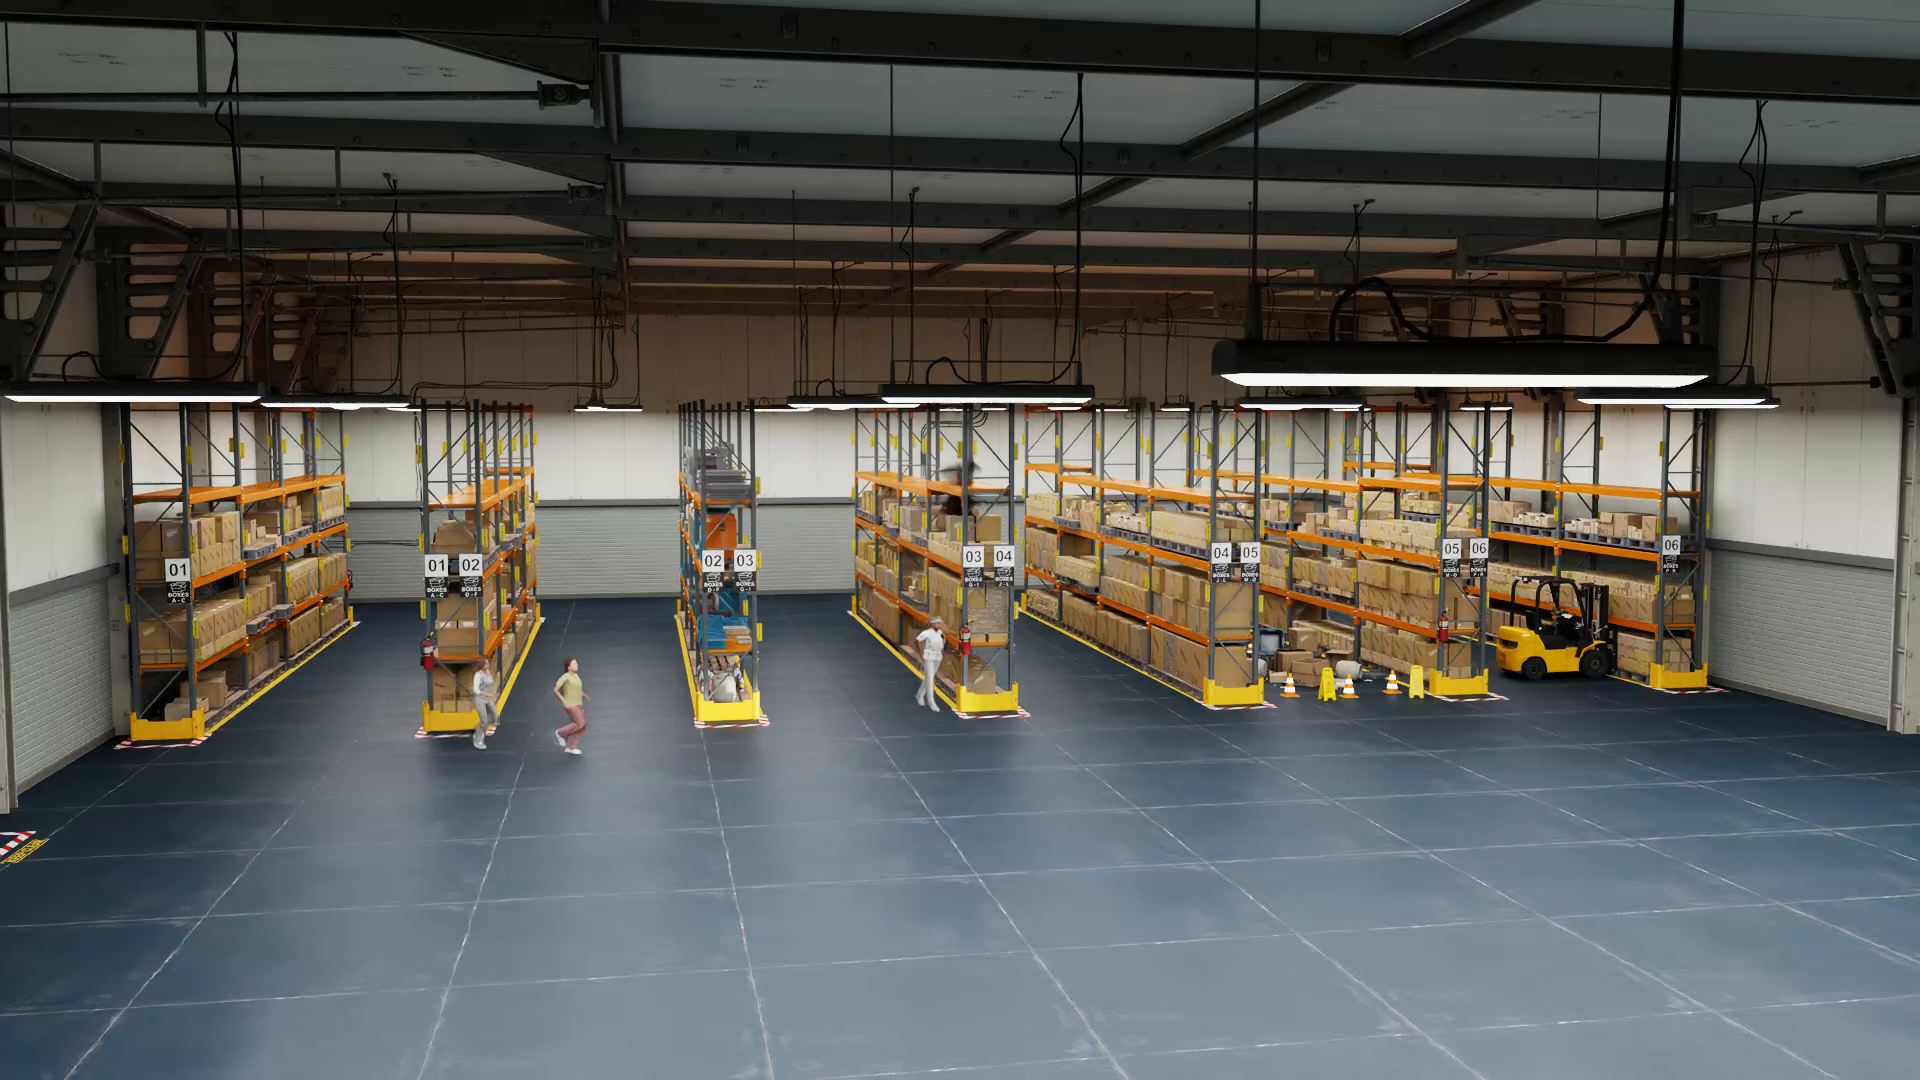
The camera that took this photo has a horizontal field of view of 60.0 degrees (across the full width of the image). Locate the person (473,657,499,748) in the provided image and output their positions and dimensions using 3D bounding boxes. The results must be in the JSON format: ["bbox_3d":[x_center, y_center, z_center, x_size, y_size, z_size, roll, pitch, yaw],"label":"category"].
[{"bbox_3d":[-8.136,2.789,28.558,0.549,1.566,0.574,2,5,20],"label":"person"}]

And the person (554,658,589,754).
[{"bbox_3d":[-6.550,2.798,28.101,0.548,1.627,0.585,2,5,19],"label":"person"}]

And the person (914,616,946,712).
[{"bbox_3d":[-0.521,2.277,31.097,0.604,1.744,0.798,-3,5,-37],"label":"person"}]

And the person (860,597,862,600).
[{"bbox_3d":[-2.635,1.149,49.104,0.611,1.745,0.708,0,4,5],"label":"person"}]
